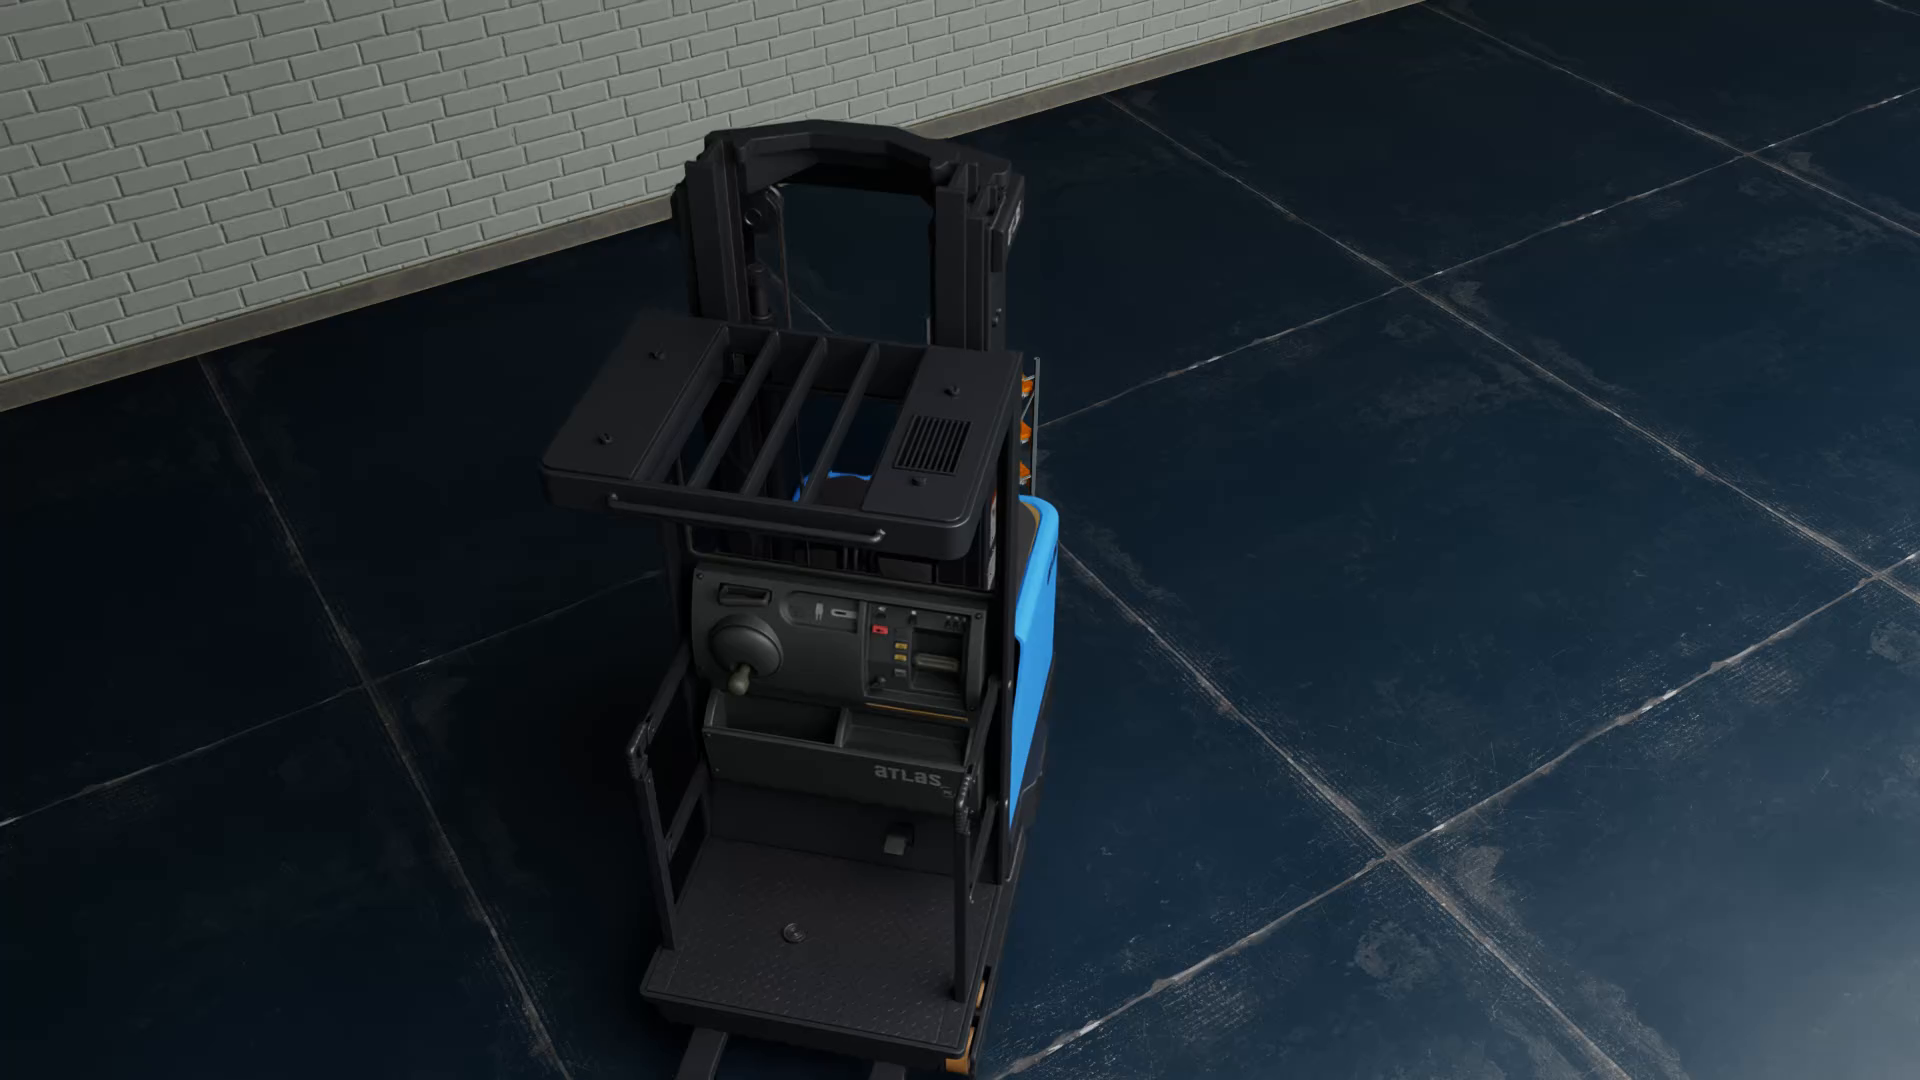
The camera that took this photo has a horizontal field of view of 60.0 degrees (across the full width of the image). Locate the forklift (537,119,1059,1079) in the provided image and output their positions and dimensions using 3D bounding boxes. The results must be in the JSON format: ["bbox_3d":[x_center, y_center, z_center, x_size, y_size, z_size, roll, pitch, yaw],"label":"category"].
[{"bbox_3d":[-0.423,0.401,4.979,1.130,2.935,3.031,8,40,9],"label":"forklift"}]

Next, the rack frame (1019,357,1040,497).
[{"bbox_3d":[0.220,-0.240,7.101,0.240,1.200,0.015,-22,45,-24],"label":"rack frame"}]

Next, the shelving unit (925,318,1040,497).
[{"bbox_3d":[0.089,-0.372,7.259,0.258,1.200,0.503,-22,45,-24],"label":"shelving unit"}]

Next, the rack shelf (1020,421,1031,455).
[{"bbox_3d":[0.089,-0.492,7.159,0.258,0.148,0.480,-22,45,-24],"label":"rack shelf"}]

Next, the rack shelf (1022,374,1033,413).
[{"bbox_3d":[0.089,-0.673,7.007,0.258,0.148,0.480,-22,45,-24],"label":"rack shelf"}]

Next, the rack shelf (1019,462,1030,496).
[{"bbox_3d":[0.089,-0.320,7.302,0.258,0.148,0.480,-22,45,-24],"label":"rack shelf"}]

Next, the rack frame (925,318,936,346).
[{"bbox_3d":[-0.042,-0.503,7.417,0.240,1.200,0.015,-22,45,-24],"label":"rack frame"}]
